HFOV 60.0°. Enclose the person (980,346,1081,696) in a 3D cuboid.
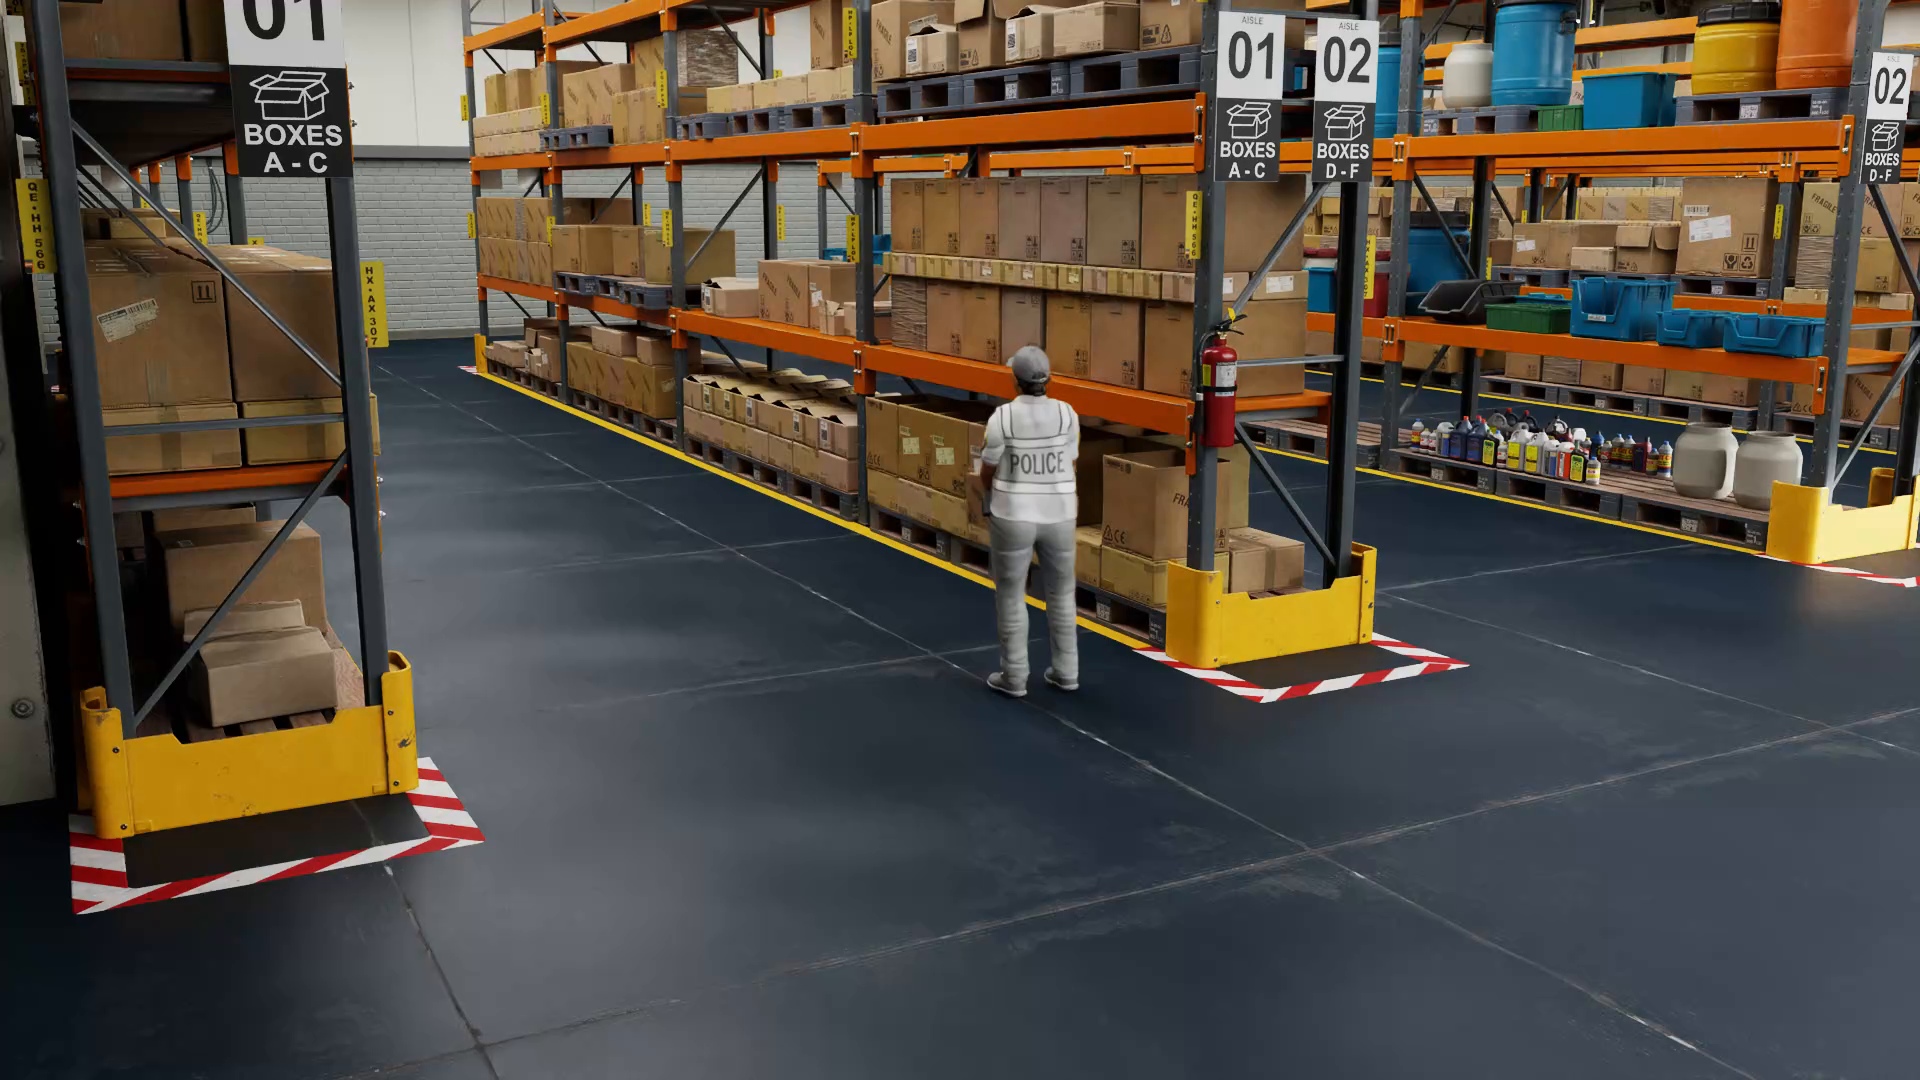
[{"bbox_3d":[0.329,-0.094,7.883,0.484,1.670,0.486,-2,12,-9],"label":"person"}]
